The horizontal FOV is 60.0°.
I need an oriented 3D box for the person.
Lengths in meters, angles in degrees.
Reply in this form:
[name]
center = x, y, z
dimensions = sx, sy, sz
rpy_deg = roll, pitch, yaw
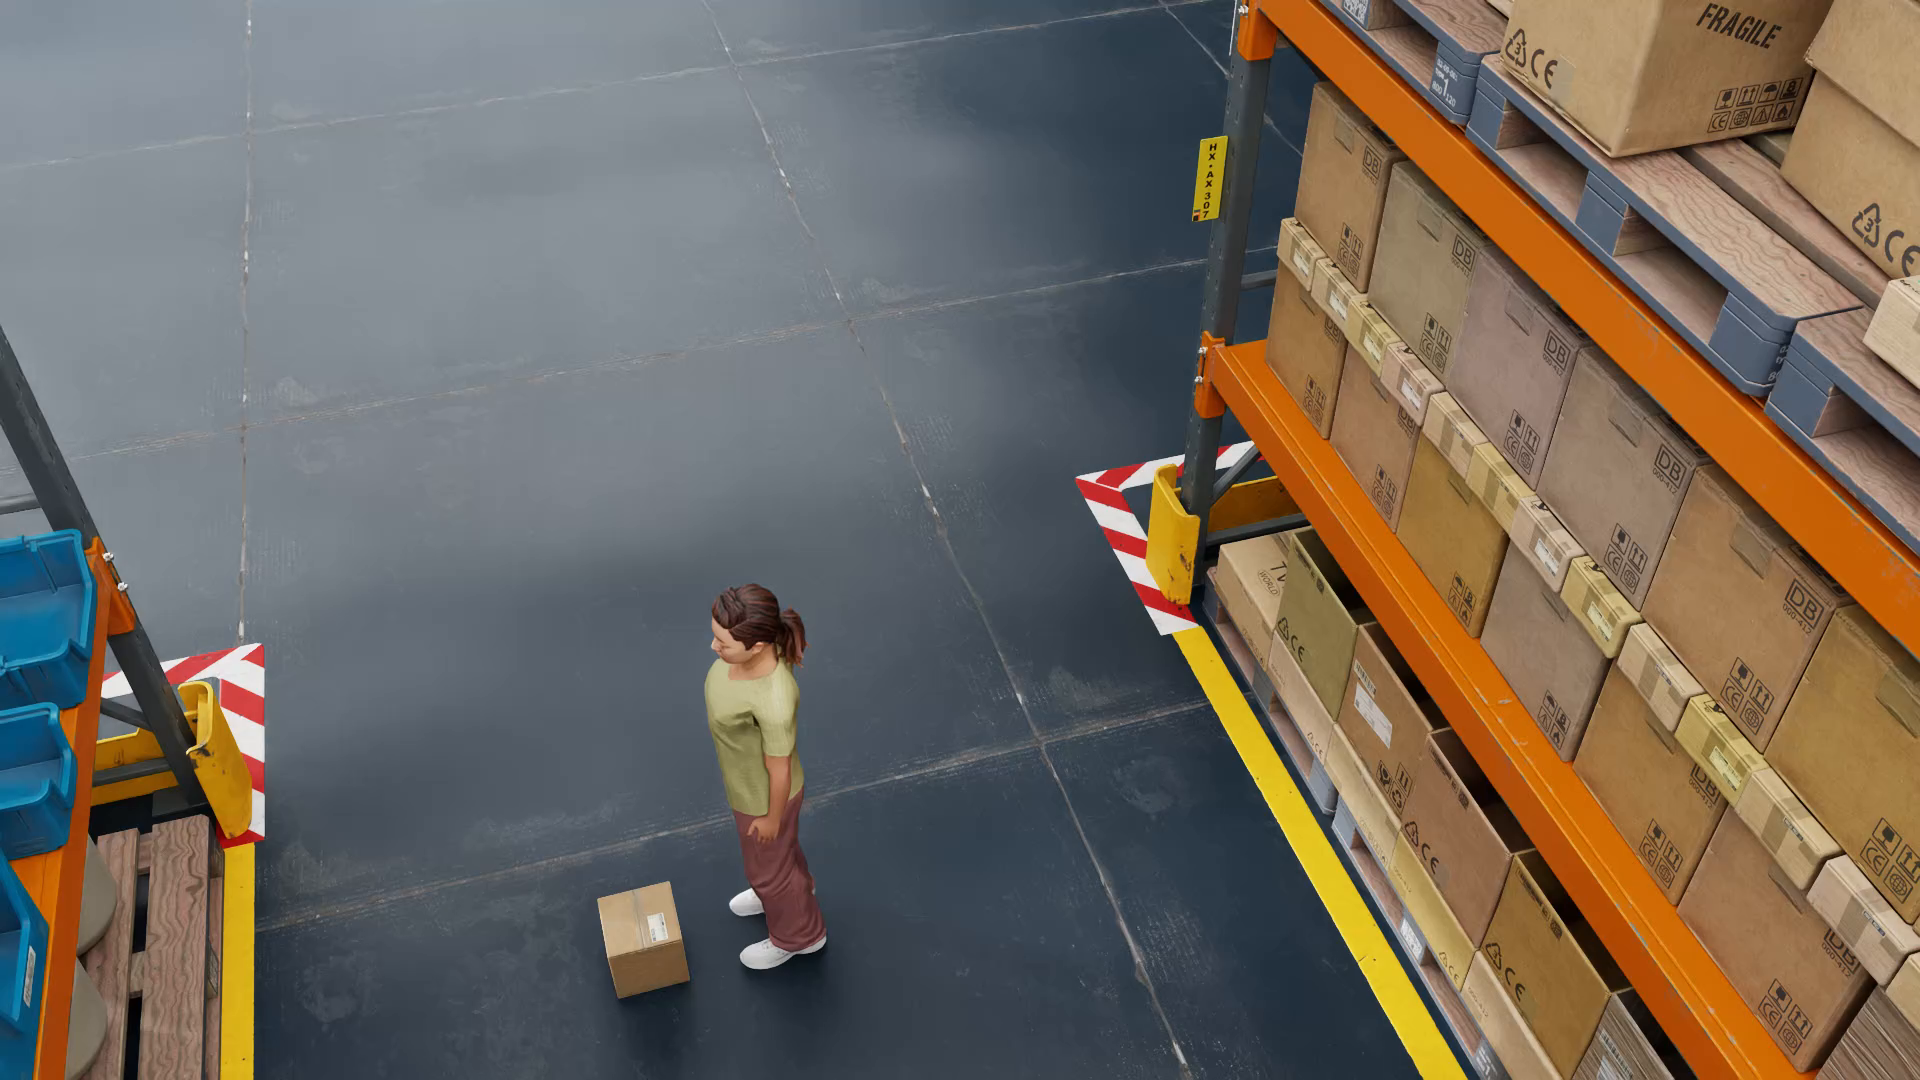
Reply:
[person]
center = -0.618, 0.766, 5.332
dimensions = 0.358, 1.678, 0.442
rpy_deg = -11, 44, -12
